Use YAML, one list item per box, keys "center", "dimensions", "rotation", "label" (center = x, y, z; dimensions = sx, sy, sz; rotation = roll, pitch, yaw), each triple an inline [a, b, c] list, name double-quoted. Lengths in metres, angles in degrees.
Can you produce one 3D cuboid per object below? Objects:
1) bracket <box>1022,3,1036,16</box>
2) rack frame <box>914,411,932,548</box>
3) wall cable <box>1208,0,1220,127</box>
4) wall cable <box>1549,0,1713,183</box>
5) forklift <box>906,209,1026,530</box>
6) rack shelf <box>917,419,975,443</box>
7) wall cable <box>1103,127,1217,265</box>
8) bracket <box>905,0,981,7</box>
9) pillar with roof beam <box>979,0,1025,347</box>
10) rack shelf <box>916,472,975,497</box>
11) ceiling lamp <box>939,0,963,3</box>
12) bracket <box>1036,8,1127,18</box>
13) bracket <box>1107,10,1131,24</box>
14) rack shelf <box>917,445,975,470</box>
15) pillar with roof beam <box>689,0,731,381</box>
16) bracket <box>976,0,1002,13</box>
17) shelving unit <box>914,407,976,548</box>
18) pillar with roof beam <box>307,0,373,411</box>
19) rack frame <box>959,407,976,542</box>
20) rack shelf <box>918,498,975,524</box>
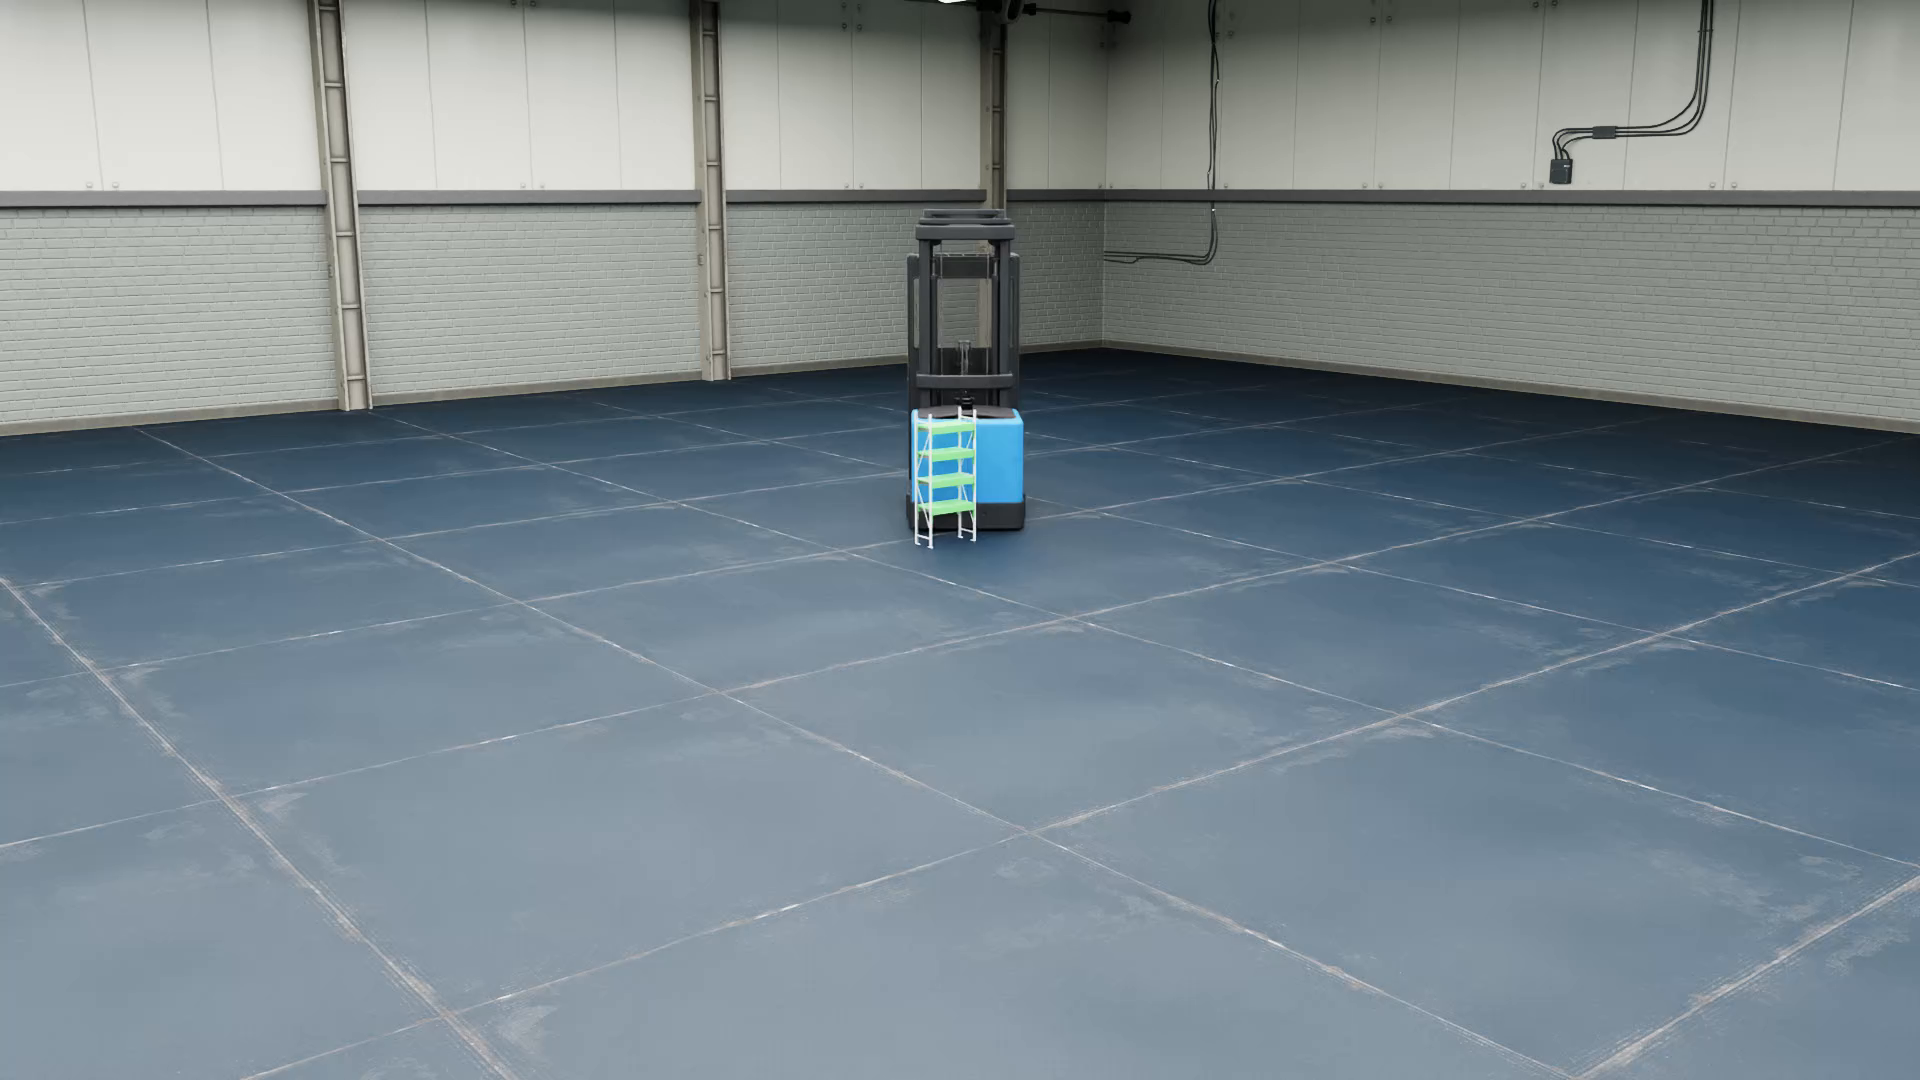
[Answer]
- center: [1.161, -9.620, 30.104]
  dimensions: [0.430, 0.232, 0.235]
  rotation: [-9, 15, -38]
  label: "bracket"
- center: [-0.325, -0.532, 14.745]
  dimensions: [0.015, 1.200, 0.240]
  rotation: [-9, 15, -36]
  label: "rack frame"
- center: [5.431, -8.544, 29.018]
  dimensions: [0.112, 2.526, 3.097]
  rotation: [-9, 15, -38]
  label: "wall cable"
- center: [9.659, -8.153, 23.672]
  dimensions: [0.169, 6.003, 2.305]
  rotation: [-9, 15, -38]
  label: "wall cable"
- center: [0.024, -1.779, 16.453]
  dimensions: [1.130, 2.935, 3.031]
  rotation: [0, 12, -2]
  label: "forklift"
- center: [-0.130, -0.969, 14.801]
  dimensions: [0.480, 0.148, 0.258]
  rotation: [-9, 15, -36]
  label: "rack shelf"
- center: [3.741, -6.512, 31.609]
  dimensions: [0.112, 2.526, 3.097]
  rotation: [-9, 15, -38]
  label: "wall cable"
- center: [-1.500, -9.178, 28.023]
  dimensions: [4.783, 0.066, 0.076]
  rotation: [-9, 15, -38]
  label: "bracket"
- center: [3.304, -7.165, 27.208]
  dimensions: [0.548, 9.000, 9.100]
  rotation: [-9, 15, -38]
  label: "pillar with roof beam"
- center: [-0.130, -0.500, 14.901]
  dimensions: [0.480, 0.148, 0.258]
  rotation: [-9, 15, -36]
  label: "rack shelf"
- center: [0.564, -9.447, 23.900]
  dimensions: [0.800, 3.185, 2.000]
  rotation: [-9, 15, -38]
  label: "ceiling lamp"
- center: [2.550, -9.851, 31.192]
  dimensions: [3.189, 0.066, 0.076]
  rotation: [-9, 15, -38]
  label: "bracket"
- center: [3.011, -9.928, 31.553]
  dimensions: [0.430, 0.232, 0.235]
  rotation: [-9, 15, -38]
  label: "bracket"
- center: [-0.130, -0.734, 14.851]
  dimensions: [0.480, 0.148, 0.258]
  rotation: [-9, 15, -36]
  label: "rack shelf"
- center: [-1.381, -6.387, 23.541]
  dimensions: [0.548, 9.000, 9.100]
  rotation: [-9, 15, -38]
  label: "pillar with roof beam"
- center: [0.512, -9.513, 29.597]
  dimensions: [0.430, 0.232, 0.235]
  rotation: [-9, 15, -38]
  label: "bracket"
- center: [-0.130, -0.562, 14.888]
  dimensions: [0.503, 1.200, 0.258]
  rotation: [-9, 15, -36]
  label: "shelving unit"
- center: [-6.066, -5.608, 19.875]
  dimensions: [0.400, 9.000, 9.100]
  rotation: [-9, 15, -38]
  label: "pillar with roof beam"
- center: [0.066, -0.592, 15.030]
  dimensions: [0.015, 1.200, 0.240]
  rotation: [-9, 15, -36]
  label: "rack frame"
- center: [-0.130, -0.265, 14.951]
  dimensions: [0.480, 0.148, 0.258]
  rotation: [-9, 15, -36]
  label: "rack shelf"
